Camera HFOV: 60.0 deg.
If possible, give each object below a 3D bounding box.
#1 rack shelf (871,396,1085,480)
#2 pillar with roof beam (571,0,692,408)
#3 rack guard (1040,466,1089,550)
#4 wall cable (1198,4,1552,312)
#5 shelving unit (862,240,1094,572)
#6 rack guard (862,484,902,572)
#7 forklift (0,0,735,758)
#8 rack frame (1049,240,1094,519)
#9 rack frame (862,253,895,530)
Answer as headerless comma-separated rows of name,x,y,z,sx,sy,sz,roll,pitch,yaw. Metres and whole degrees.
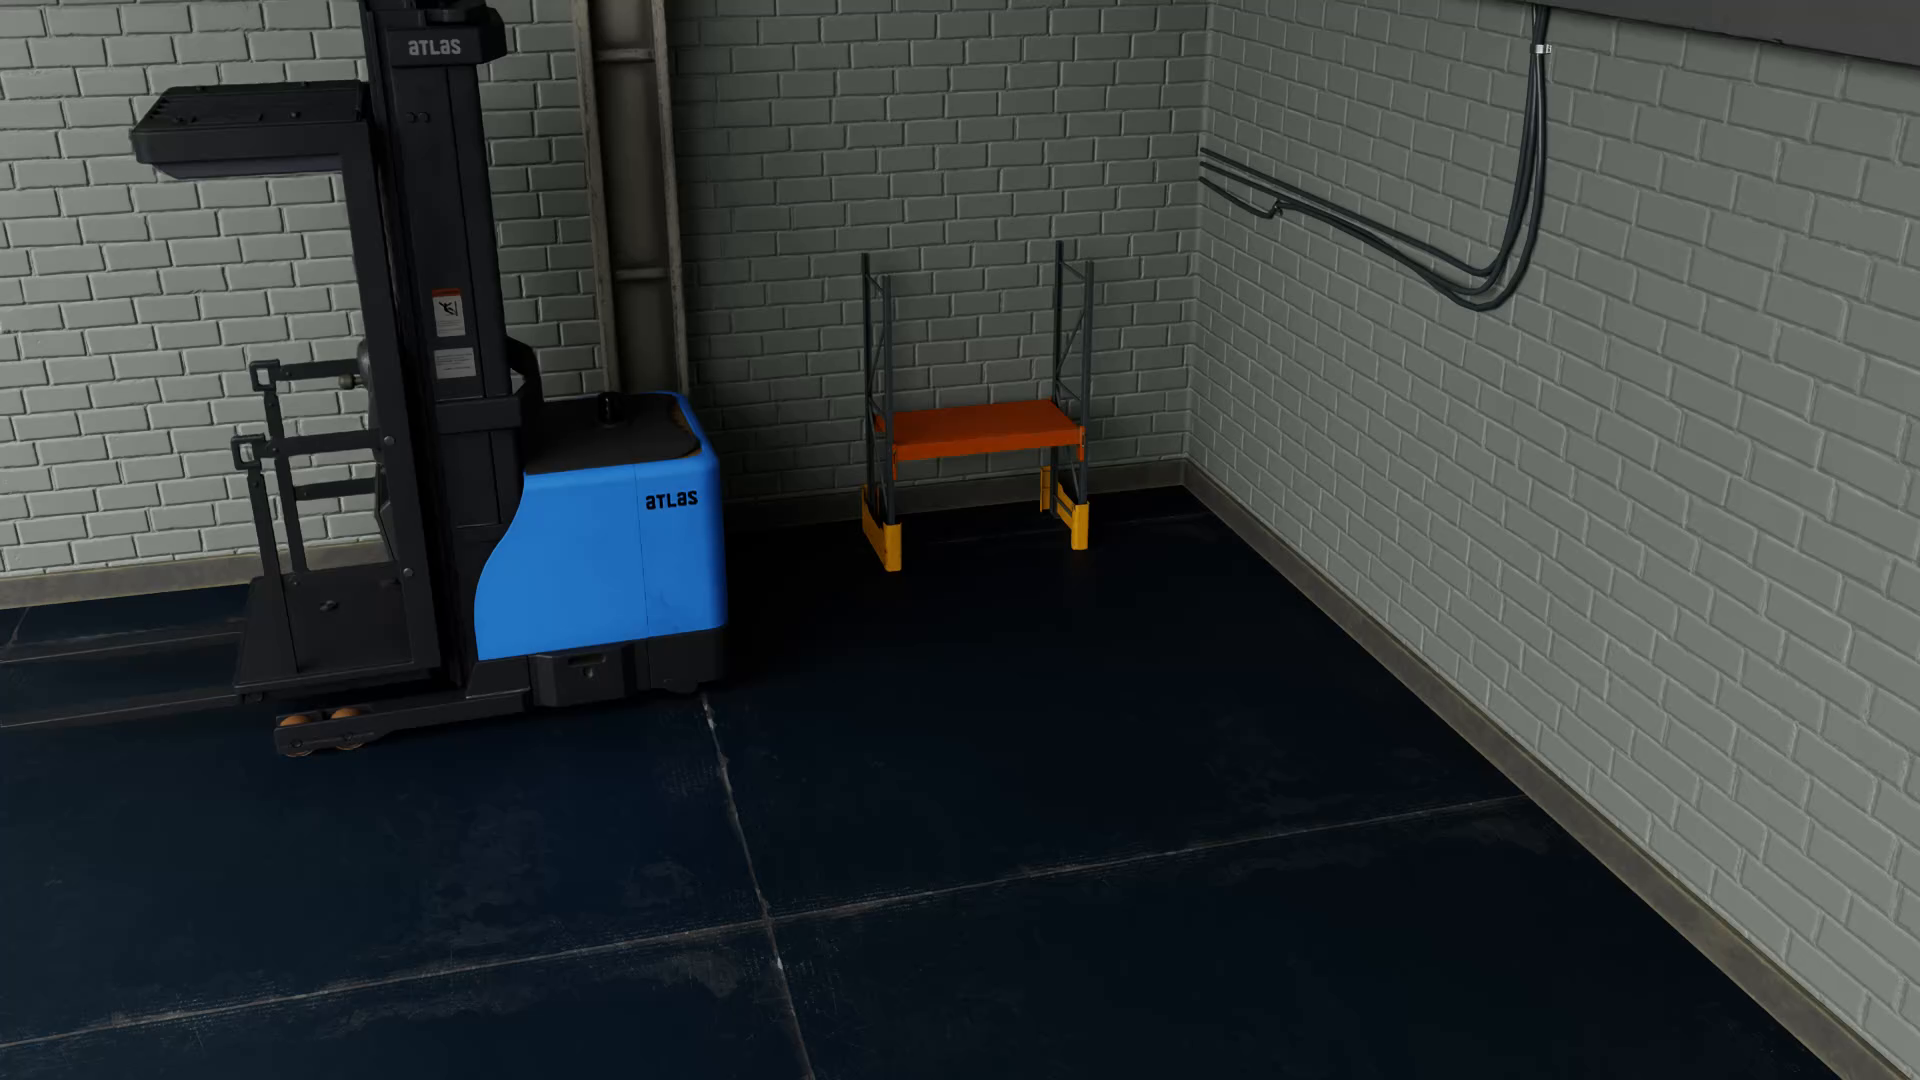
rack shelf,0.082,-0.533,8.546,1.000,0.185,0.538,-6,24,-14
pillar with roof beam,-0.397,-2.455,3.060,0.400,9.000,9.100,-6,24,-14
rack guard,0.553,-0.176,8.843,0.087,0.250,0.587,-6,24,-14
wall cable,1.634,-2.475,7.043,0.112,2.526,3.097,-6,24,-14
shelving unit,0.073,-0.697,8.473,1.083,1.500,0.587,-6,24,-14
rack guard,-0.406,-0.070,8.596,0.087,0.250,0.587,-6,24,-14
forklift,-2.556,-0.703,6.672,3.031,2.935,1.130,-7,24,-16
rack frame,0.572,-0.752,8.602,0.032,1.500,0.500,-6,24,-14
rack frame,-0.407,-0.644,8.349,0.032,1.500,0.500,-6,24,-14
